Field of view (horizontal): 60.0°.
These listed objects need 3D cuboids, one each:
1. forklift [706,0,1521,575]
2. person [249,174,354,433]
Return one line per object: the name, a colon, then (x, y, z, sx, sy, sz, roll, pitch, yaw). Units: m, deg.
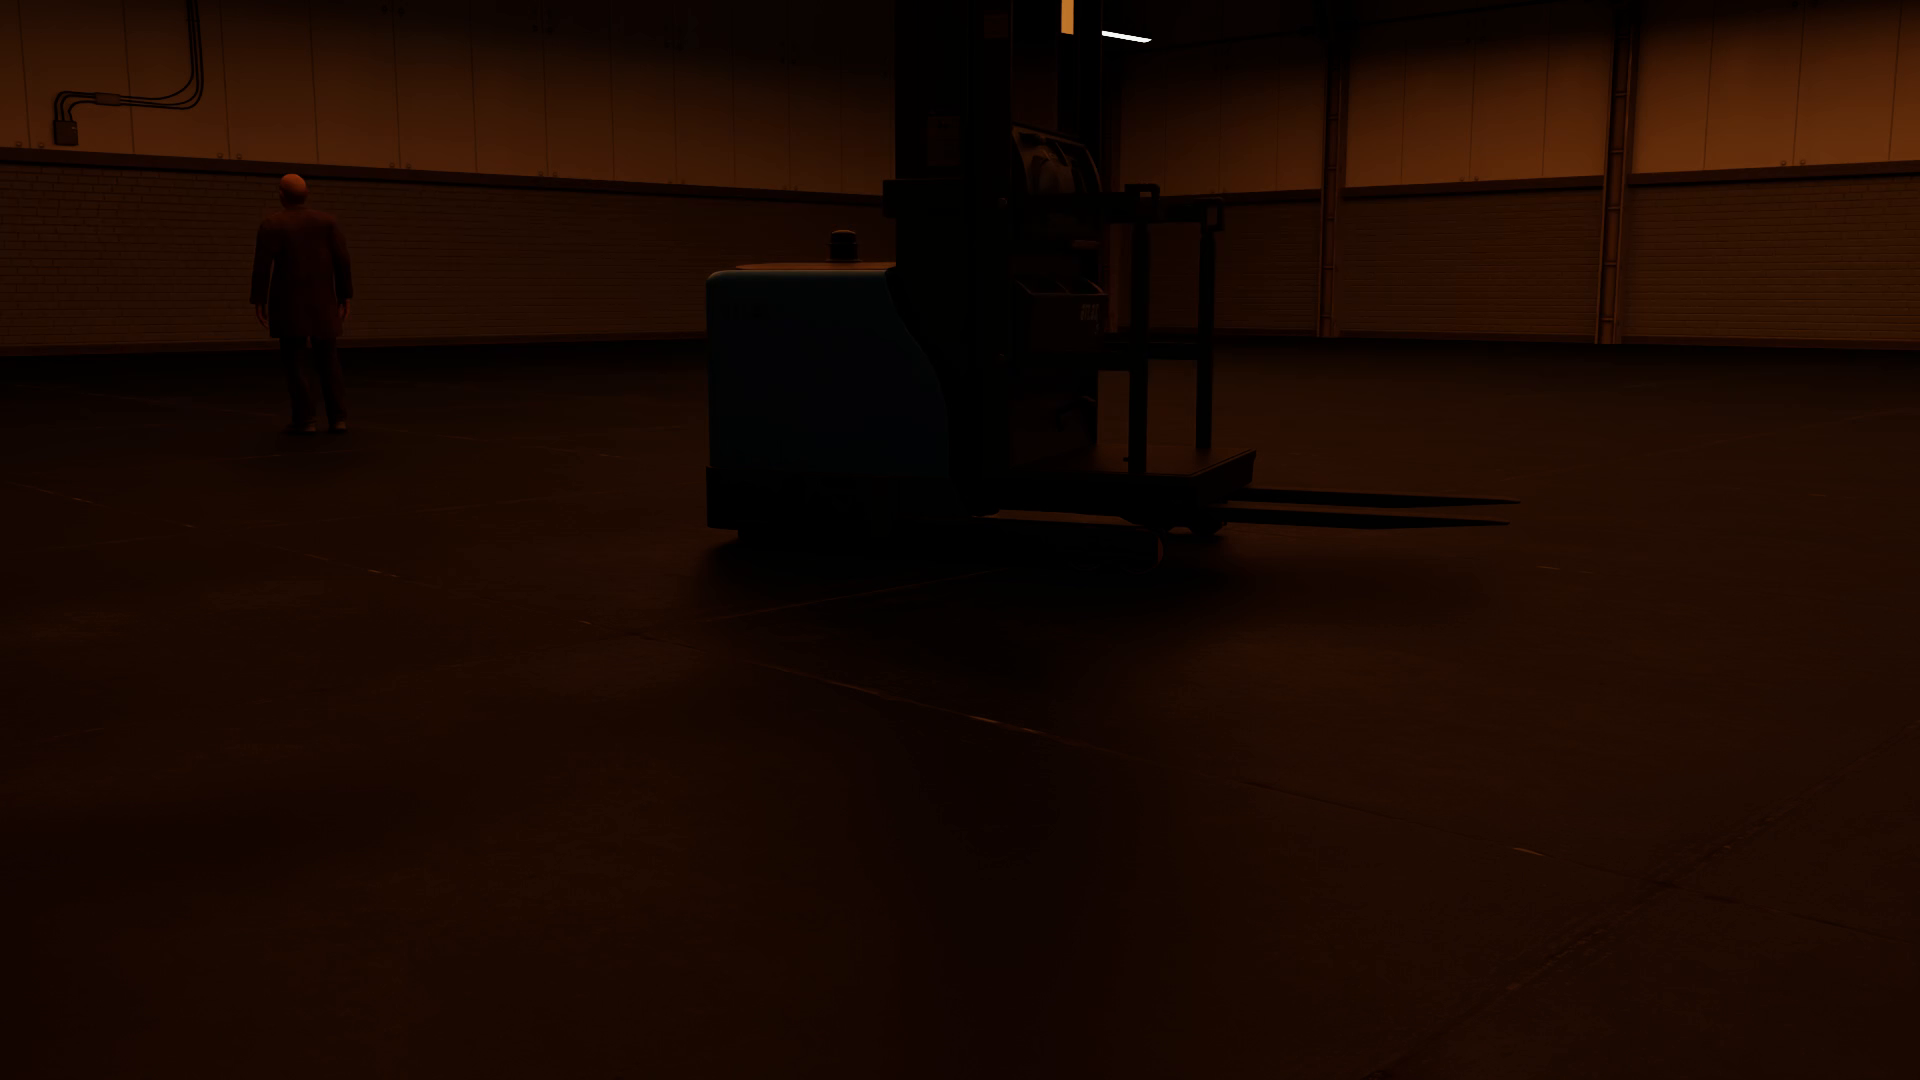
forklift: (0.565, -1.416, 6.275, 3.031, 2.935, 1.130, 3, 9, 22)
person: (-4.613, -1.641, 11.627, 0.692, 1.781, 0.567, -6, 10, -33)
